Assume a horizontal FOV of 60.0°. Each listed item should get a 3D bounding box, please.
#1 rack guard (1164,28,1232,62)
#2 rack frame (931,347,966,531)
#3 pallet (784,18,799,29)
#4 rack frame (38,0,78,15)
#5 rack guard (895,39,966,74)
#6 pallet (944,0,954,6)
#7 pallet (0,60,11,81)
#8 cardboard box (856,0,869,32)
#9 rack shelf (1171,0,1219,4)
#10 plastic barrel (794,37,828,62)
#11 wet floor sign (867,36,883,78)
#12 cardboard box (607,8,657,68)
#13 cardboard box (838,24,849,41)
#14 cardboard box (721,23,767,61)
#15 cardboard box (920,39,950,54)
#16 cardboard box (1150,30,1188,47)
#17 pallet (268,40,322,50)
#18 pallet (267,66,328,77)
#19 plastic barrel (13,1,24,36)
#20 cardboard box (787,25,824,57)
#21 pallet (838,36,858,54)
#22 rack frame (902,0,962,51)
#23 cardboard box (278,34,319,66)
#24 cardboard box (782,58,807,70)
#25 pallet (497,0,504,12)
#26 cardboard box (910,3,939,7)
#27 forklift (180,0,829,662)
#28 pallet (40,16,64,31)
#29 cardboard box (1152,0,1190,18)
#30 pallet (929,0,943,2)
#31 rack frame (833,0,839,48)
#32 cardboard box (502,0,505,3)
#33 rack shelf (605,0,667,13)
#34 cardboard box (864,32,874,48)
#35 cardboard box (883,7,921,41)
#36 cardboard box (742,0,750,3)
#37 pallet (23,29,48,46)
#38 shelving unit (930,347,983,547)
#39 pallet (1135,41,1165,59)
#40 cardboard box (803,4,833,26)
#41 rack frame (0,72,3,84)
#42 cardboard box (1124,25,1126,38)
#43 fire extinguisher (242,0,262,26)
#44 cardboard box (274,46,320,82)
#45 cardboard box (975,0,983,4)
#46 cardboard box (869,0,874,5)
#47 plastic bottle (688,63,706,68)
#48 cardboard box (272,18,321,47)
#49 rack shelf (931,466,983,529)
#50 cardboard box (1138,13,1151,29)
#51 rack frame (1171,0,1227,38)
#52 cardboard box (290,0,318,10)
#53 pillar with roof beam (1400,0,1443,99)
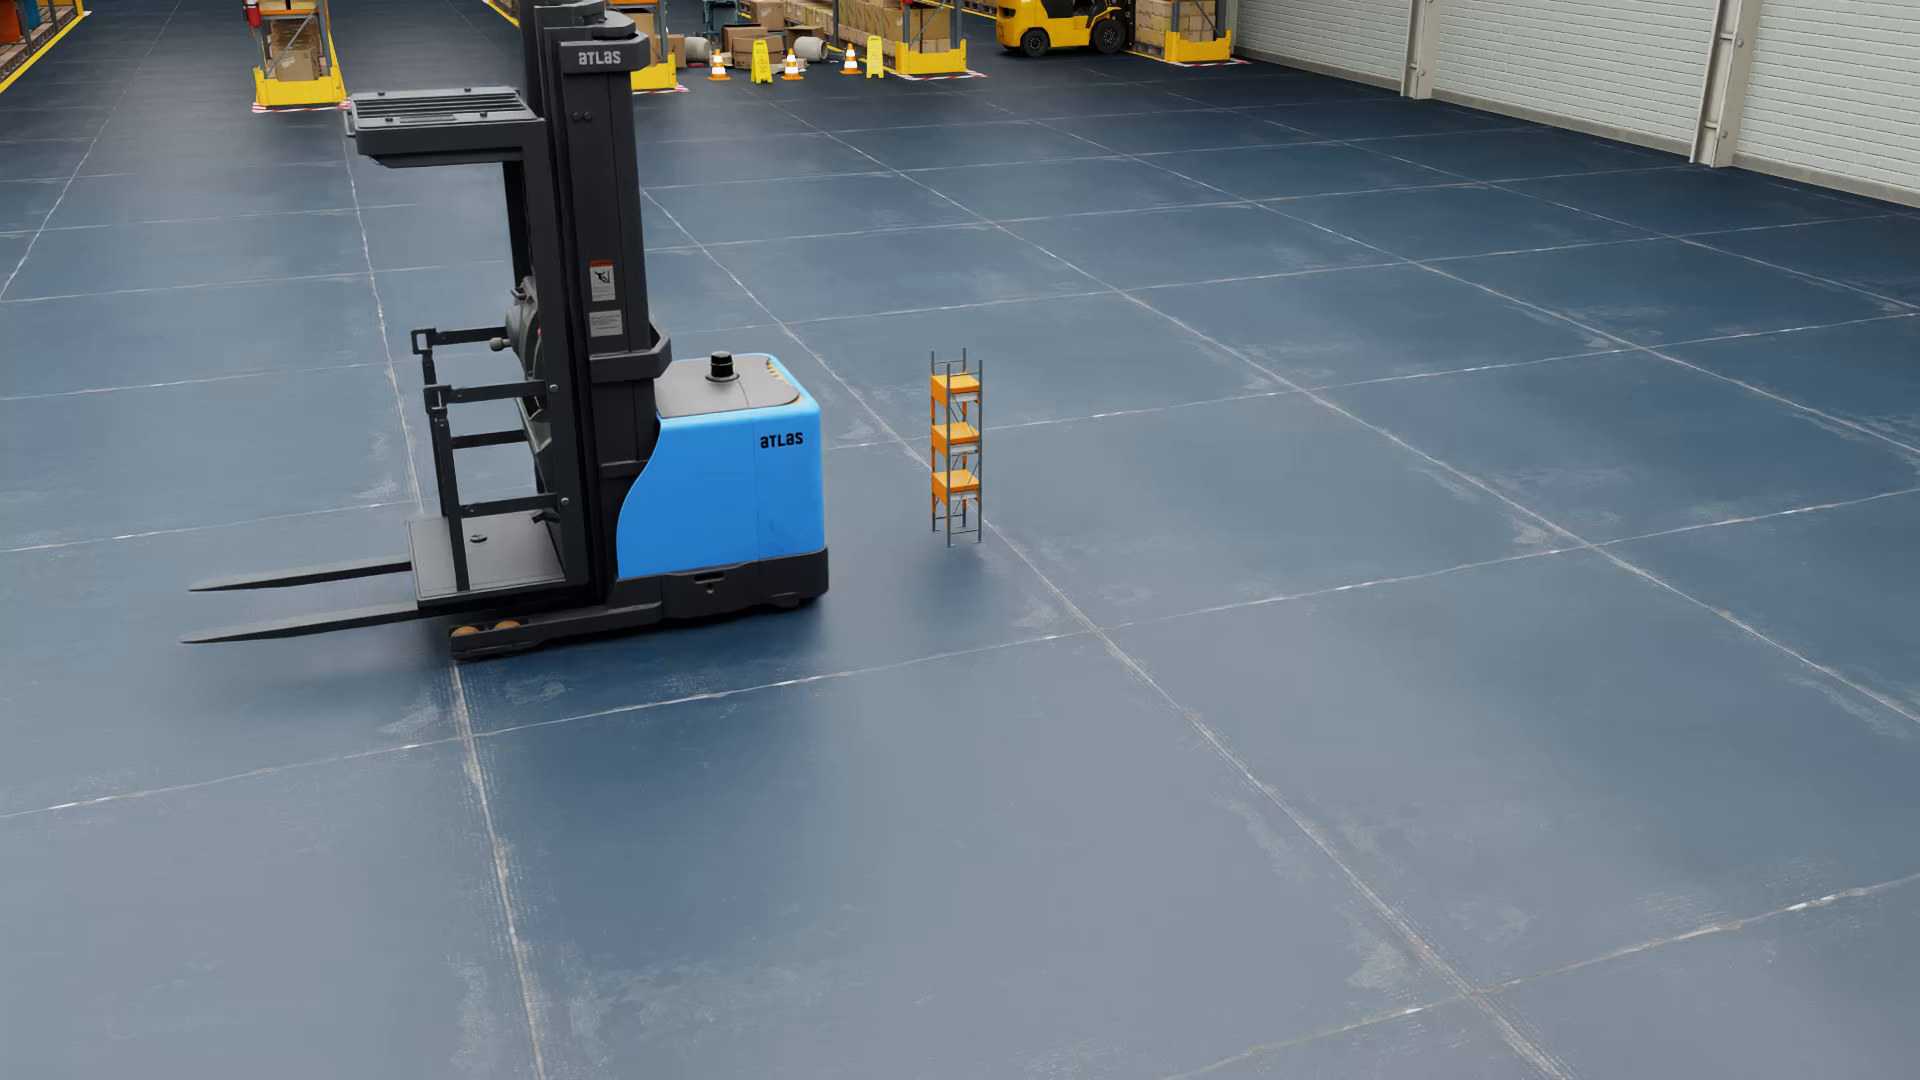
[{"bbox_3d":[4.193,-8.724,29.304,1.175,0.500,0.348,-8,24,-19],"label":"rack guard"},{"bbox_3d":[-0.062,-0.548,9.197,0.200,1.050,0.008,-8,24,-19],"label":"rack frame"},{"bbox_3d":[-3.009,-10.539,33.984,1.003,0.211,1.213,-8,24,-19],"label":"pallet"},{"bbox_3d":[-20.014,-12.976,36.175,1.000,3.000,0.127,-8,24,-19],"label":"rack frame"},{"bbox_3d":[-0.484,-8.077,27.771,1.175,0.500,0.348,-8,24,-19],"label":"rack guard"},{"bbox_3d":[0.268,-12.669,39.037,1.003,0.211,1.213,-8,24,-19],"label":"pallet"},{"bbox_3d":[-16.089,-7.611,27.036,1.003,0.211,1.213,-8,24,-19],"label":"pallet"},{"bbox_3d":[-1.533,-9.294,29.473,0.500,0.500,0.500,-7,24,-16],"label":"cardboard box"},{"bbox_3d":[3.478,-10.279,30.703,1.077,0.370,4.000,-8,24,-19],"label":"rack shelf"},{"bbox_3d":[-2.603,-8.557,29.008,0.512,0.421,0.421,8,24,18],"label":"plastic barrel"},{"bbox_3d":[-1.391,-7.901,27.165,0.267,0.644,0.232,0,23,-1],"label":"wet floor sign"},{"bbox_3d":[-5.354,-7.938,26.416,0.875,0.875,0.875,-8,24,-19],"label":"cardboard box"},{"bbox_3d":[-1.915,-9.330,30.524,0.500,0.250,0.500,-10,25,-21],"label":"cardboard box"},{"bbox_3d":[-3.785,-8.743,29.172,0.797,0.637,0.503,-8,24,-19],"label":"cardboard box"},{"bbox_3d":[-0.484,-8.459,28.458,0.500,0.250,0.500,-9,24,-19],"label":"cardboard box"},{"bbox_3d":[3.723,-8.938,29.594,0.500,0.250,0.500,-8,24,-19],"label":"cardboard box"},{"bbox_3d":[-11.853,-8.737,29.708,1.003,0.211,1.213,-8,24,-19],"label":"pallet"},{"bbox_3d":[-10.436,-7.327,26.363,1.003,0.211,1.213,-8,24,-19],"label":"pallet"},{"bbox_3d":[-17.776,-9.737,31.055,0.600,0.588,0.708,-8,24,-19],"label":"plastic barrel"},{"bbox_3d":[-2.765,-8.928,29.786,0.500,0.500,0.500,8,24,18],"label":"cardboard box"},{"bbox_3d":[-1.600,-9.131,30.642,1.003,0.211,1.213,-8,24,-19],"label":"pallet"},{"bbox_3d":[-0.457,-9.202,27.220,1.000,3.000,0.127,-8,24,-19],"label":"rack frame"},{"bbox_3d":[-10.535,-7.764,26.487,0.500,0.500,0.500,-11,25,-24],"label":"cardboard box"},{"bbox_3d":[-2.810,-8.087,28.245,0.380,0.149,0.250,4,23,9],"label":"cardboard box"},{"bbox_3d":[-9.997,-12.244,38.029,1.003,0.211,1.213,-8,24,-19],"label":"pallet"},{"bbox_3d":[-0.681,-9.003,28.782,0.500,0.500,0.500,-9,25,-21],"label":"cardboard box"},{"bbox_3d":[-2.241,-1.002,7.854,3.031,2.935,1.130,-8,24,-18],"label":"forklift"},{"bbox_3d":[-18.897,-10.500,33.889,1.003,0.211,1.213,-8,24,-19],"label":"pallet"},{"bbox_3d":[3.730,-9.396,29.393,0.500,0.250,0.500,-8,24,-17],"label":"cardboard box"},{"bbox_3d":[-0.296,-13.209,40.318,1.003,0.211,1.213,-8,24,-19],"label":"pallet"},{"bbox_3d":[-1.871,-10.655,30.668,1.000,3.000,0.127,-8,24,-19],"label":"rack frame"},{"bbox_3d":[-10.115,-12.198,37.458,0.380,0.149,0.250,-8,24,-19],"label":"cardboard box"},{"bbox_3d":[-5.759,-8.881,27.385,1.077,0.370,4.000,-8,24,-19],"label":"rack shelf"},{"bbox_3d":[-1.360,-8.764,29.180,0.500,0.250,0.500,-9,25,-21],"label":"cardboard box"},{"bbox_3d":[-0.984,-8.729,28.132,0.500,0.500,0.500,-8,24,-19],"label":"cardboard box"},{"bbox_3d":[-4.403,-12.562,37.387,0.875,0.875,0.875,-8,24,-17],"label":"cardboard box"},{"bbox_3d":[-17.933,-9.508,31.536,1.003,0.211,1.213,-8,24,-19],"label":"pallet"},{"bbox_3d":[-0.019,-0.503,9.092,0.215,1.050,0.252,-8,24,-19],"label":"shelving unit"},{"bbox_3d":[3.876,-8.871,30.026,1.003,0.211,1.213,-8,24,-19],"label":"pallet"},{"bbox_3d":[-2.563,-10.341,32.766,0.950,0.372,0.625,-8,24,-17],"label":"cardboard box"},{"bbox_3d":[-15.775,-8.616,25.830,1.000,3.000,0.127,-8,24,-19],"label":"rack frame"},{"bbox_3d":[3.184,-9.489,30.900,0.500,0.250,0.500,-8,24,-17],"label":"cardboard box"},{"bbox_3d":[-10.119,-7.702,23.760,0.296,0.674,0.183,-8,24,-19],"label":"fire extinguisher"},{"bbox_3d":[-9.933,-7.113,24.942,0.500,0.500,0.500,-4,23,-9],"label":"cardboard box"},{"bbox_3d":[0.654,-12.330,37.319,0.500,0.500,0.500,-7,24,-17],"label":"cardboard box"},{"bbox_3d":[-1.354,-9.340,28.747,0.380,0.149,0.250,-7,24,-17],"label":"cardboard box"},{"bbox_3d":[-4.498,-8.126,28.451,0.283,0.061,0.133,-18,29,-37],"label":"plastic bottle"},{"bbox_3d":[-11.687,-8.951,29.278,0.700,0.500,0.500,-11,25,-24],"label":"cardboard box"},{"bbox_3d":[-0.019,-0.237,9.204,0.215,0.259,0.240,-8,24,-19],"label":"rack shelf"},{"bbox_3d":[3.553,-9.359,29.948,0.500,0.250,0.500,-9,24,-20],"label":"cardboard box"},{"bbox_3d":[4.185,-9.884,28.839,1.000,3.000,0.127,-8,24,-19],"label":"rack frame"},{"bbox_3d":[-9.606,-7.863,24.366,0.380,0.149,0.250,-8,24,-19],"label":"cardboard box"},{"bbox_3d":[2.874,-10.254,21.993,9.100,9.000,0.400,-8,24,-19],"label":"pillar with roof beam"}]
